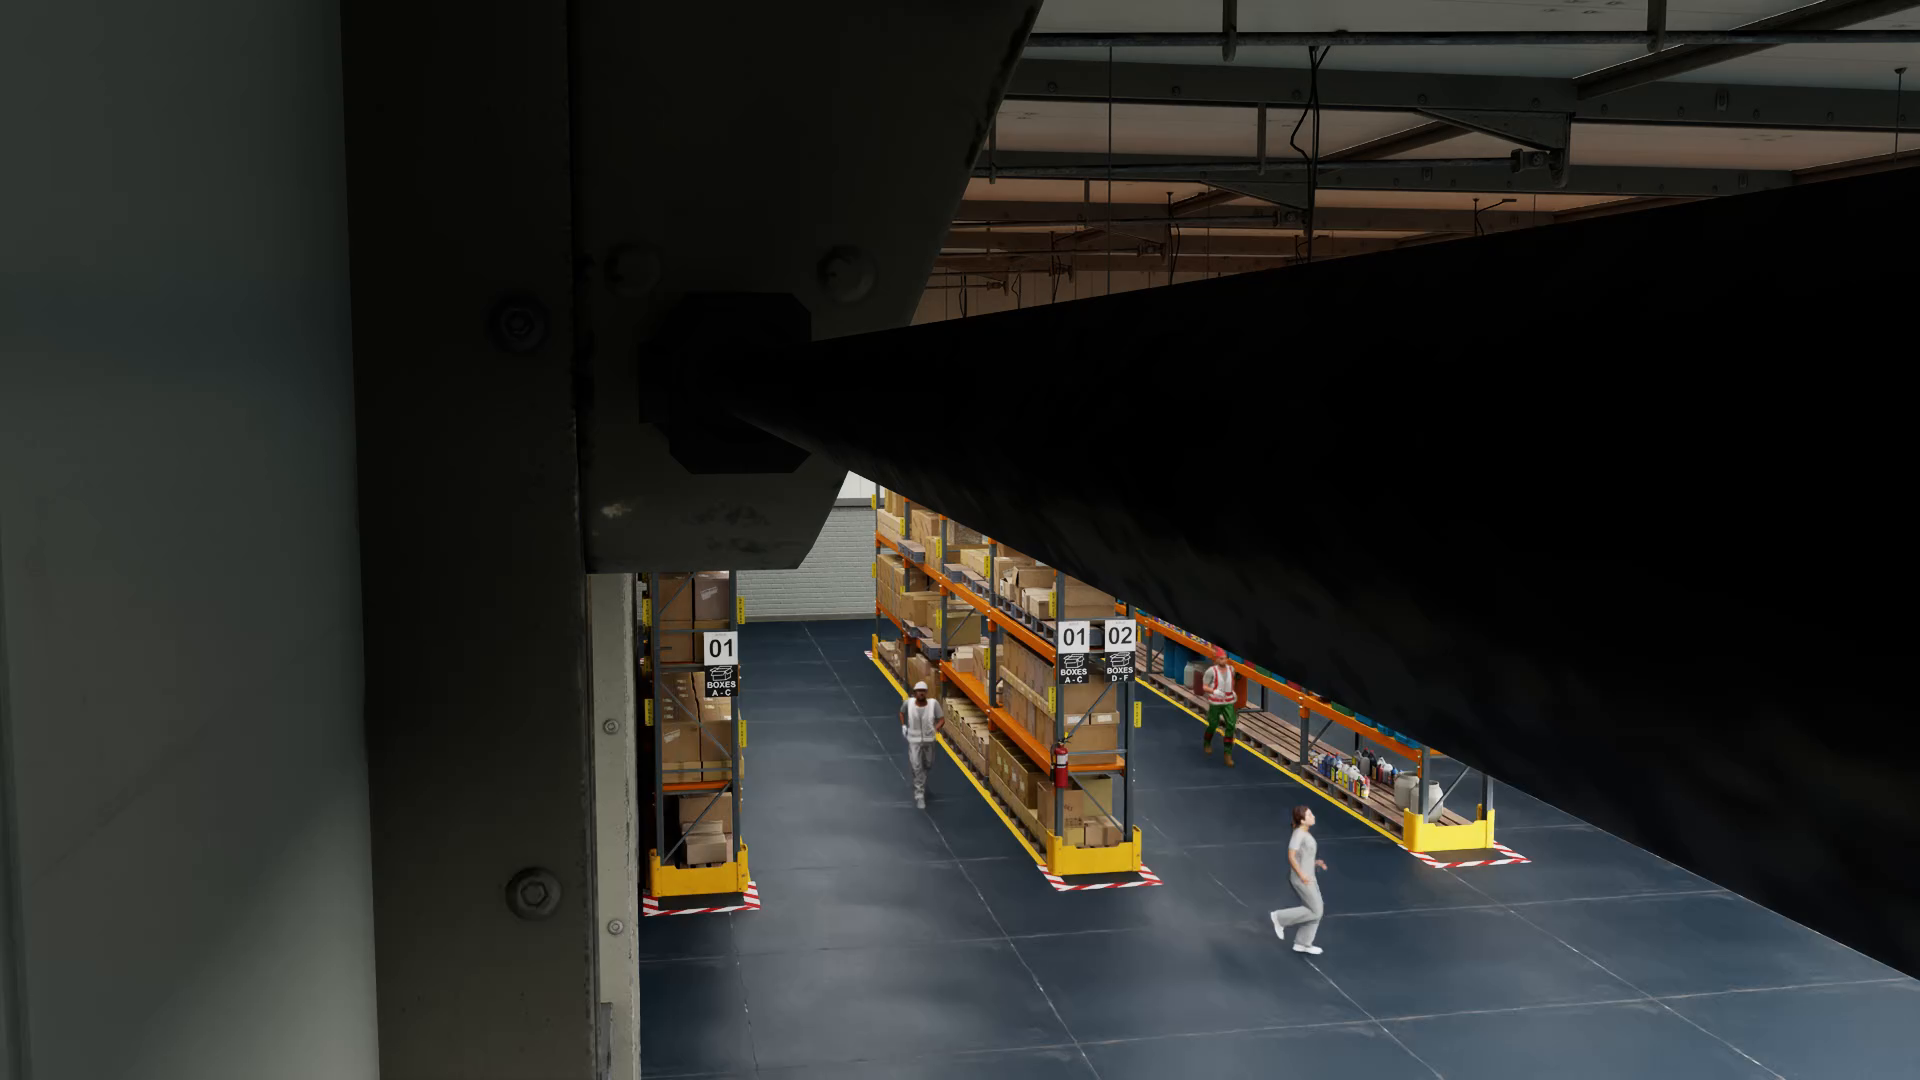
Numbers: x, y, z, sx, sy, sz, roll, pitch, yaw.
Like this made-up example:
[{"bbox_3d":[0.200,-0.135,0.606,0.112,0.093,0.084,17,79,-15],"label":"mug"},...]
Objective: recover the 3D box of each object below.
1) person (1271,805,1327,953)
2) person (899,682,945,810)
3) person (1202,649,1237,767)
[{"bbox_3d":[3.684,3.680,18.075,0.569,1.628,0.601,2,6,19],"label":"person"},{"bbox_3d":[-0.549,2.958,24.434,0.650,1.797,1.144,-1,6,-8],"label":"person"},{"bbox_3d":[4.154,2.641,26.620,0.608,1.833,0.855,-1,6,-10],"label":"person"}]
